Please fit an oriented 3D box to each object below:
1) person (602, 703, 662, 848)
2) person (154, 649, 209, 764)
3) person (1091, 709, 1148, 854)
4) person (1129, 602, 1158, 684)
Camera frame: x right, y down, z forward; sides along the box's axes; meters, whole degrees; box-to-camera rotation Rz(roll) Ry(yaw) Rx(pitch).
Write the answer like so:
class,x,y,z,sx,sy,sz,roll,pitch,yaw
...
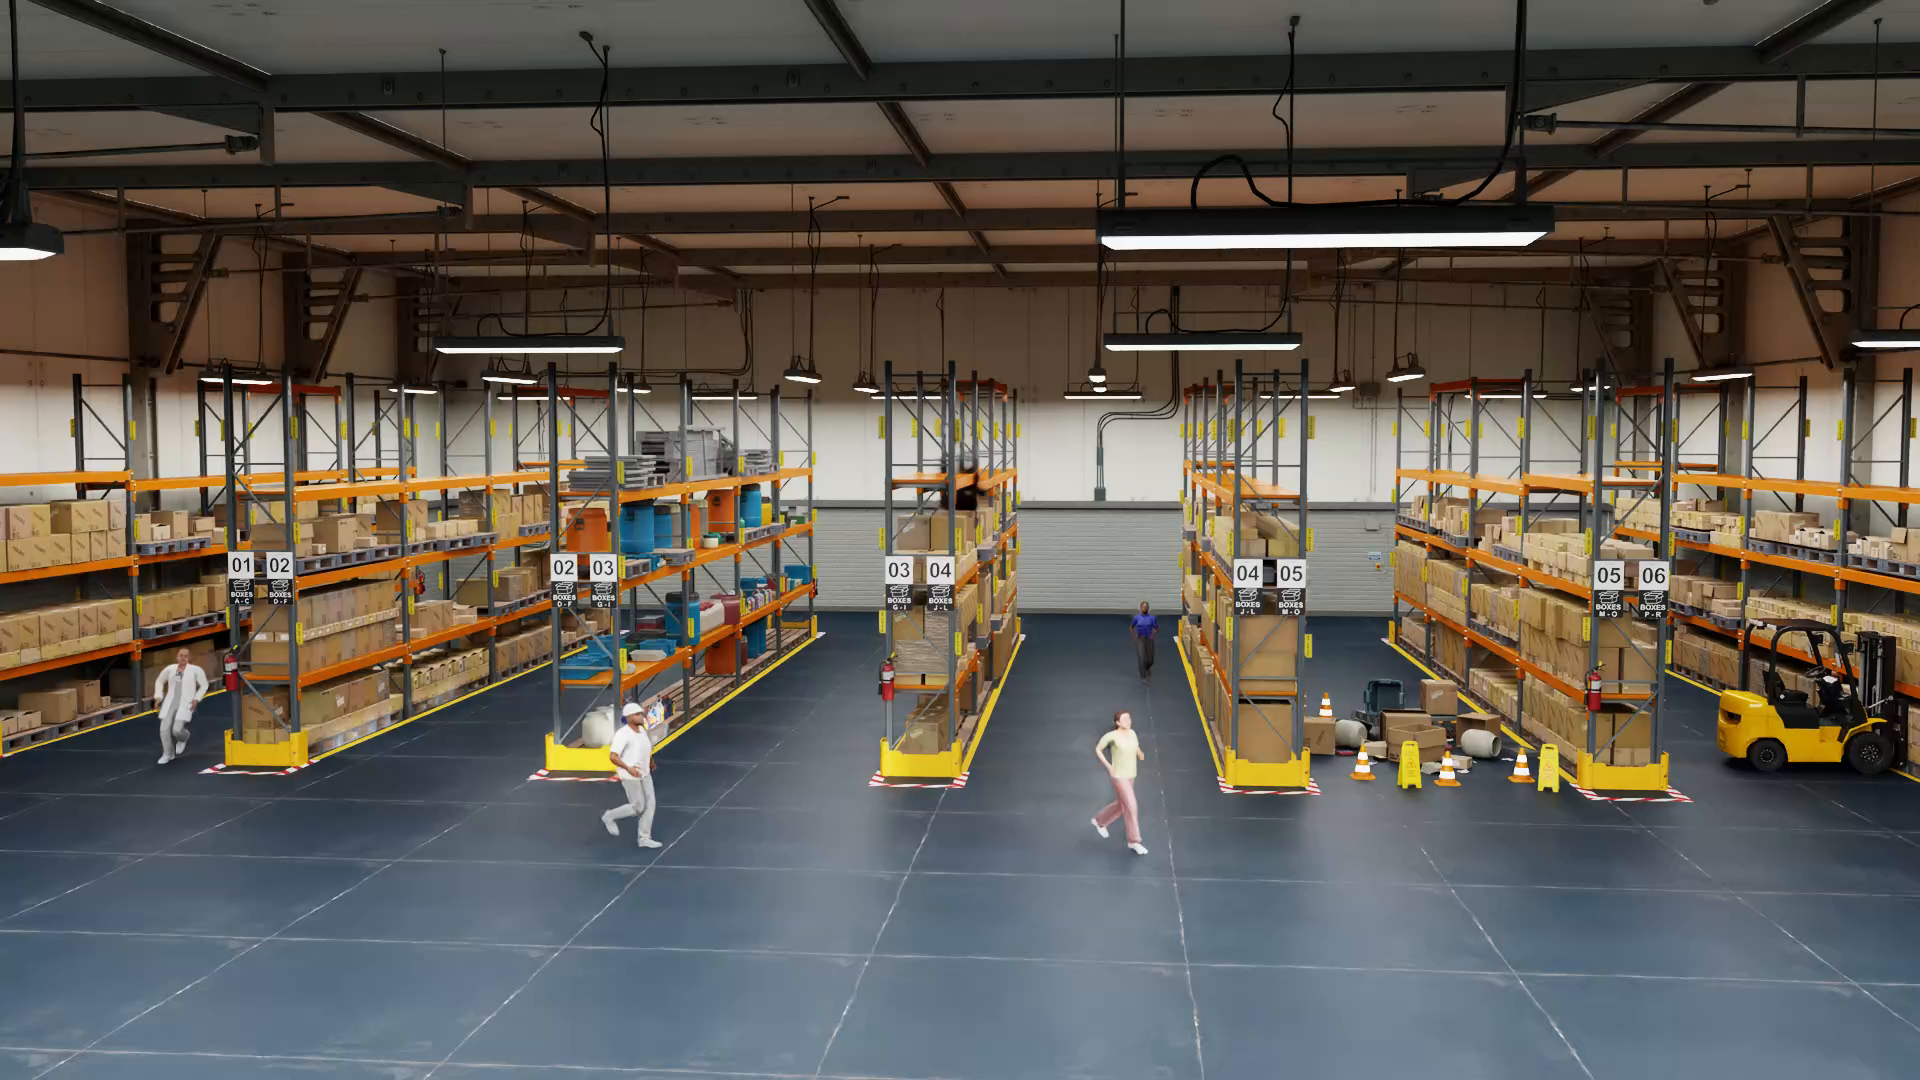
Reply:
class,x,y,z,sx,sy,sz,roll,pitch,yaw
person,-3.923,2.819,19.967,0.782,1.735,0.718,1,4,21
person,-11.810,2.499,25.215,0.758,1.714,0.603,0,4,-5
person,1.941,2.855,19.957,0.564,1.682,0.894,-3,5,-42
person,3.648,2.027,33.001,0.580,1.607,0.701,0,4,1
